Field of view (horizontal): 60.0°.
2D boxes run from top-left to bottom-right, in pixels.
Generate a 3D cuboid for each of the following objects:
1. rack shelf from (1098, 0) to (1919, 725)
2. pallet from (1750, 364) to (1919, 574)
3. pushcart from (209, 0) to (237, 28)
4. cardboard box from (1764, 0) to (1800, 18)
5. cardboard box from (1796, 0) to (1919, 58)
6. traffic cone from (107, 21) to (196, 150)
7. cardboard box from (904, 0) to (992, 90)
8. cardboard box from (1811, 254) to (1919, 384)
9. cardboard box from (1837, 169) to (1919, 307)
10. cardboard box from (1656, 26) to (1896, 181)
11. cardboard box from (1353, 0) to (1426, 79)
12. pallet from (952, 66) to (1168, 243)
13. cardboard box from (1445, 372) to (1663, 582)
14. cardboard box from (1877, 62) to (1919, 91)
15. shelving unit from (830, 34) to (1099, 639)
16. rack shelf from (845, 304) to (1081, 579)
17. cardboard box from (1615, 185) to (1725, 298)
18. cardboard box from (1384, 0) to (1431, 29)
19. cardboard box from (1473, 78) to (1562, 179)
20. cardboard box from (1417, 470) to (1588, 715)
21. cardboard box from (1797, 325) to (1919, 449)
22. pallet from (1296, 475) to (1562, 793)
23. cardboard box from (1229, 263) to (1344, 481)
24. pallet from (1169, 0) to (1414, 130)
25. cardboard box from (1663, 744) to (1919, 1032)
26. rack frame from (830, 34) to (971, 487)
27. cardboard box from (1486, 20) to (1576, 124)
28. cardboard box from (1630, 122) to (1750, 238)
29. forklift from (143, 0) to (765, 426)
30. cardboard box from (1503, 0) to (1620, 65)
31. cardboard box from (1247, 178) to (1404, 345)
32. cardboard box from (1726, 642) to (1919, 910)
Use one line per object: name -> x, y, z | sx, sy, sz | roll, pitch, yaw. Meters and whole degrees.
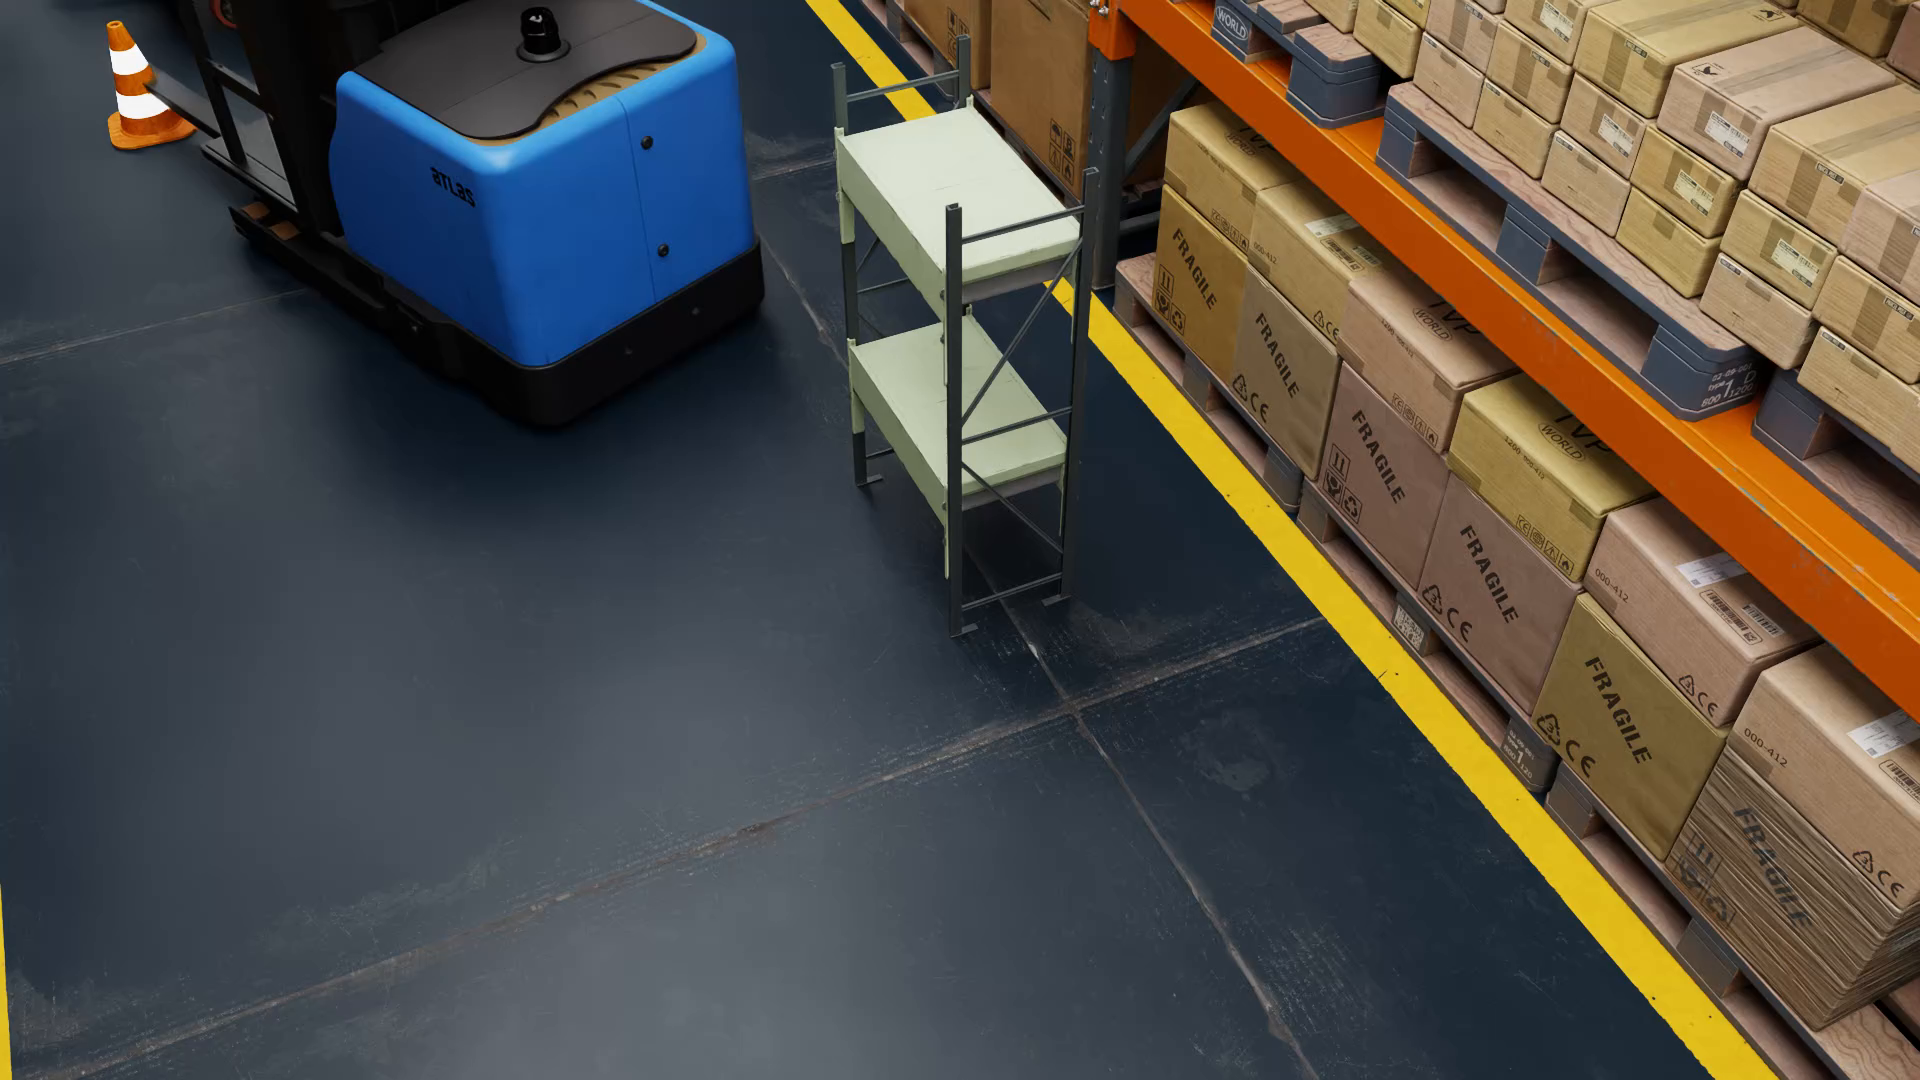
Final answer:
rack shelf -> 1.769, -0.642, 4.277 | 1.077, 0.370, 4.000 | -18, 47, -17
pallet -> 2.420, -0.085, 3.337 | 1.003, 0.211, 1.213 | -18, 47, -17
pushcart -> -3.155, -2.967, 7.988 | 1.648, 0.377, 0.936 | -35, 54, -30
cardboard box -> 2.093, -1.337, 4.137 | 0.380, 0.149, 0.250 | -17, 47, -16
cardboard box -> 2.200, -1.276, 3.864 | 0.380, 0.149, 0.250 | -17, 47, -16
traffic cone -> -3.411, -1.915, 6.862 | 0.336, 0.463, 0.334 | -18, 47, -17
cardboard box -> 0.383, -2.492, 6.942 | 1.050, 0.750, 0.750 | -17, 47, -17
cardboard box -> 1.930, -0.484, 3.273 | 0.380, 0.149, 0.250 | -19, 48, -19
cardboard box -> 1.932, -0.597, 3.175 | 0.380, 0.149, 0.250 | -18, 47, -18
cardboard box -> 1.716, -0.924, 3.507 | 0.380, 0.149, 0.250 | -20, 48, -19
cardboard box -> 1.274, -1.373, 4.386 | 0.380, 0.149, 0.250 | -16, 47, -16
pallet -> 0.664, -1.704, 6.827 | 1.003, 0.211, 1.213 | -18, 47, -17
cardboard box -> 1.628, -0.214, 4.278 | 0.500, 0.250, 0.500 | -20, 48, -19
cardboard box -> 2.305, -1.011, 3.807 | 0.380, 0.149, 0.250 | -19, 48, -18
shelving unit -> -0.003, -0.538, 4.728 | 0.431, 1.500, 0.755 | -18, 47, -17
rack shelf -> -0.003, -0.306, 4.957 | 0.431, 0.370, 0.720 | -18, 47, -17
cardboard box -> 1.712, -0.707, 3.711 | 0.380, 0.149, 0.250 | -16, 47, -16
cardboard box -> 1.286, -1.469, 4.271 | 0.380, 0.149, 0.250 | -18, 47, -17
cardboard box -> 1.492, -1.043, 4.052 | 0.380, 0.149, 0.250 | -17, 47, -17
cardboard box -> 1.643, 0.065, 4.530 | 0.500, 0.500, 0.500 | -19, 48, -18
cardboard box -> 1.945, -0.363, 3.362 | 0.380, 0.149, 0.250 | -20, 48, -19
pallet -> 1.764, 0.095, 5.003 | 1.003, 0.211, 1.213 | -18, 47, -17
cardboard box -> 1.208, -0.587, 5.190 | 0.500, 0.500, 0.500 | -17, 47, -17
pallet -> 1.324, -1.681, 4.955 | 1.213, 0.211, 1.003 | -18, 47, -17
cardboard box -> 2.070, 0.720, 3.866 | 0.500, 0.500, 0.500 | -19, 48, -18
rack frame -> -0.157, -0.771, 4.964 | 0.400, 1.500, 0.023 | -18, 47, -17
cardboard box -> 1.491, -1.151, 3.949 | 0.380, 0.149, 0.250 | -18, 48, -18
cardboard box -> 1.705, -0.823, 3.617 | 0.380, 0.149, 0.250 | -18, 47, -17
forklift -> -2.142, -2.326, 5.520 | 3.031, 2.935, 1.130 | 32, 53, 28
cardboard box -> 1.500, -1.255, 3.843 | 0.380, 0.149, 0.250 | -17, 47, -16
cardboard box -> 1.211, -0.865, 4.938 | 0.500, 0.250, 0.500 | -19, 48, -18
cardboard box -> 2.067, 0.450, 3.605 | 0.500, 0.250, 0.500 | -19, 48, -18
